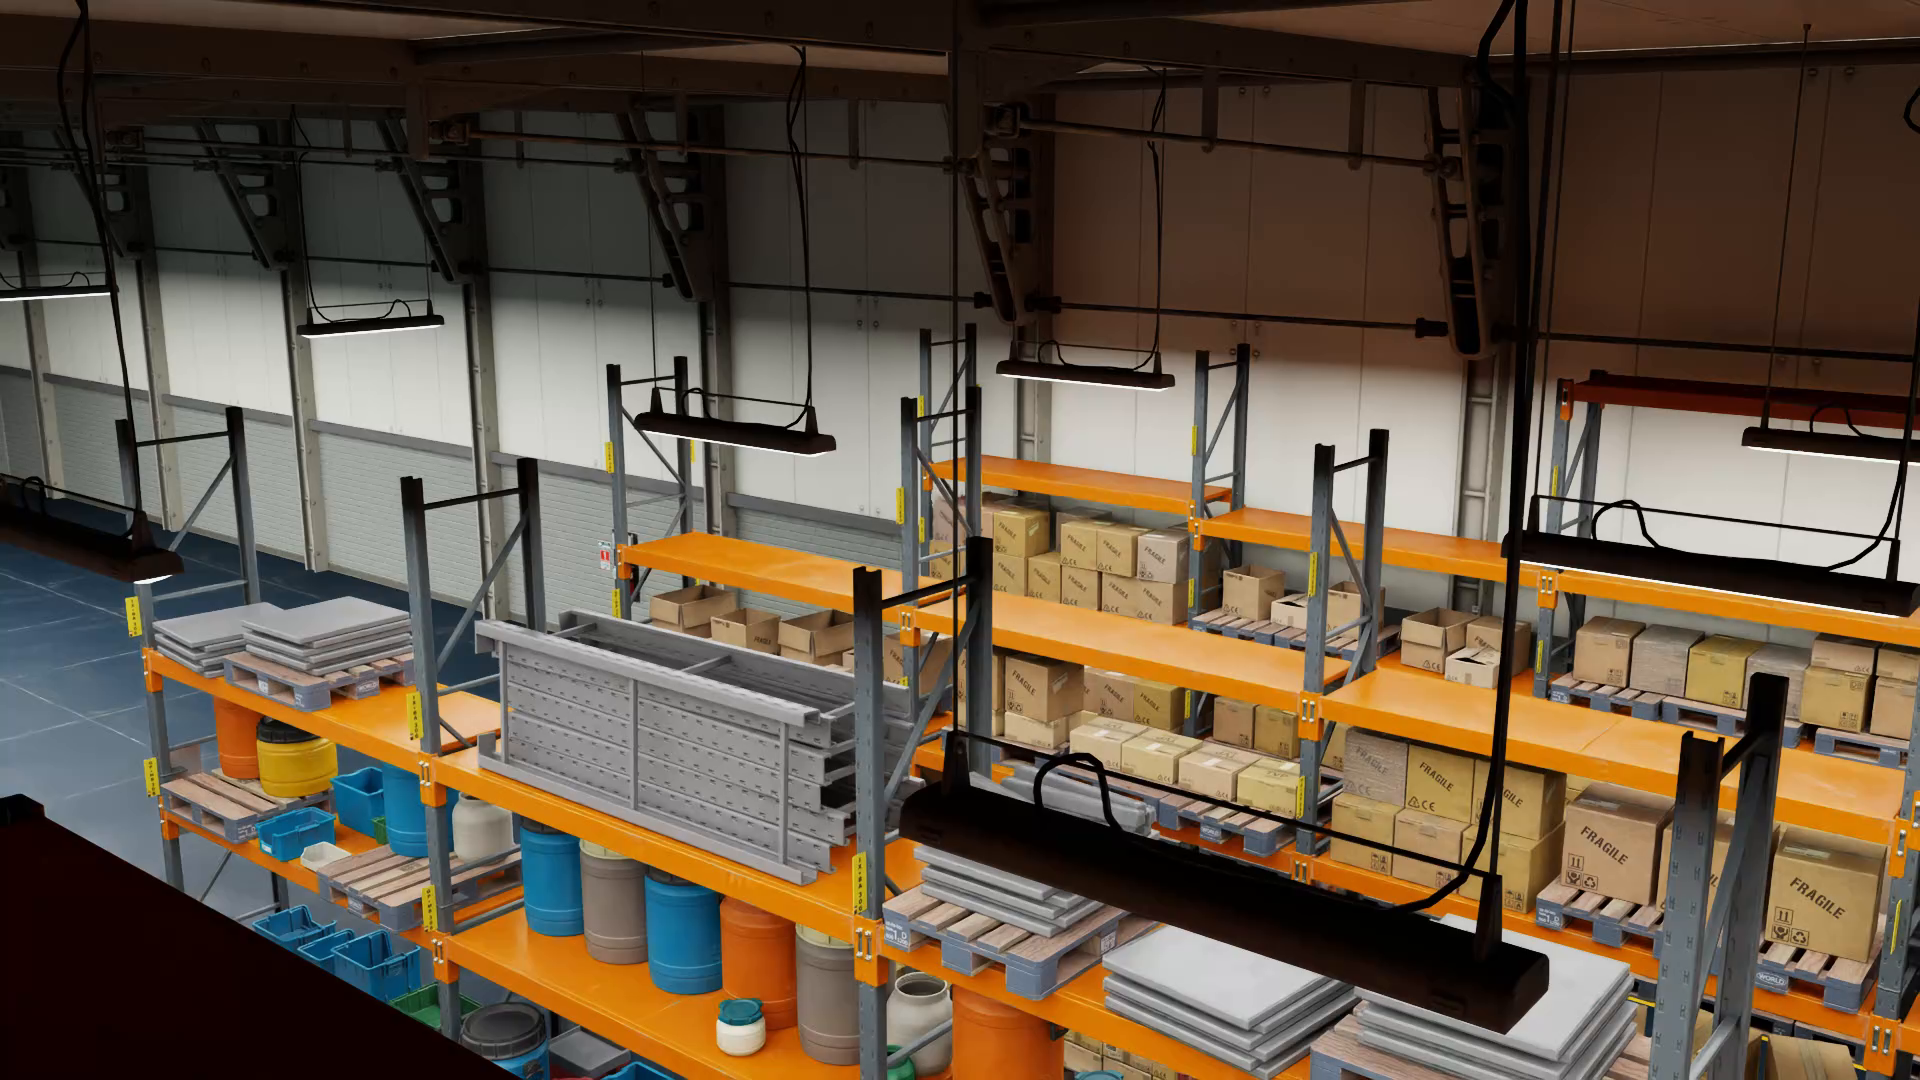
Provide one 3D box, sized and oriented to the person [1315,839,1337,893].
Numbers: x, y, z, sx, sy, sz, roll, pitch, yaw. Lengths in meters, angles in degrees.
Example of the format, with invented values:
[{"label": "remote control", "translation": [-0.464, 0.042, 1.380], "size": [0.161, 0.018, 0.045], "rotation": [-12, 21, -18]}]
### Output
[{"label": "person", "translation": [3.457, 3.758, 16.378], "size": [1.069, 1.392, 0.470], "rotation": [6, 14, 24]}]
